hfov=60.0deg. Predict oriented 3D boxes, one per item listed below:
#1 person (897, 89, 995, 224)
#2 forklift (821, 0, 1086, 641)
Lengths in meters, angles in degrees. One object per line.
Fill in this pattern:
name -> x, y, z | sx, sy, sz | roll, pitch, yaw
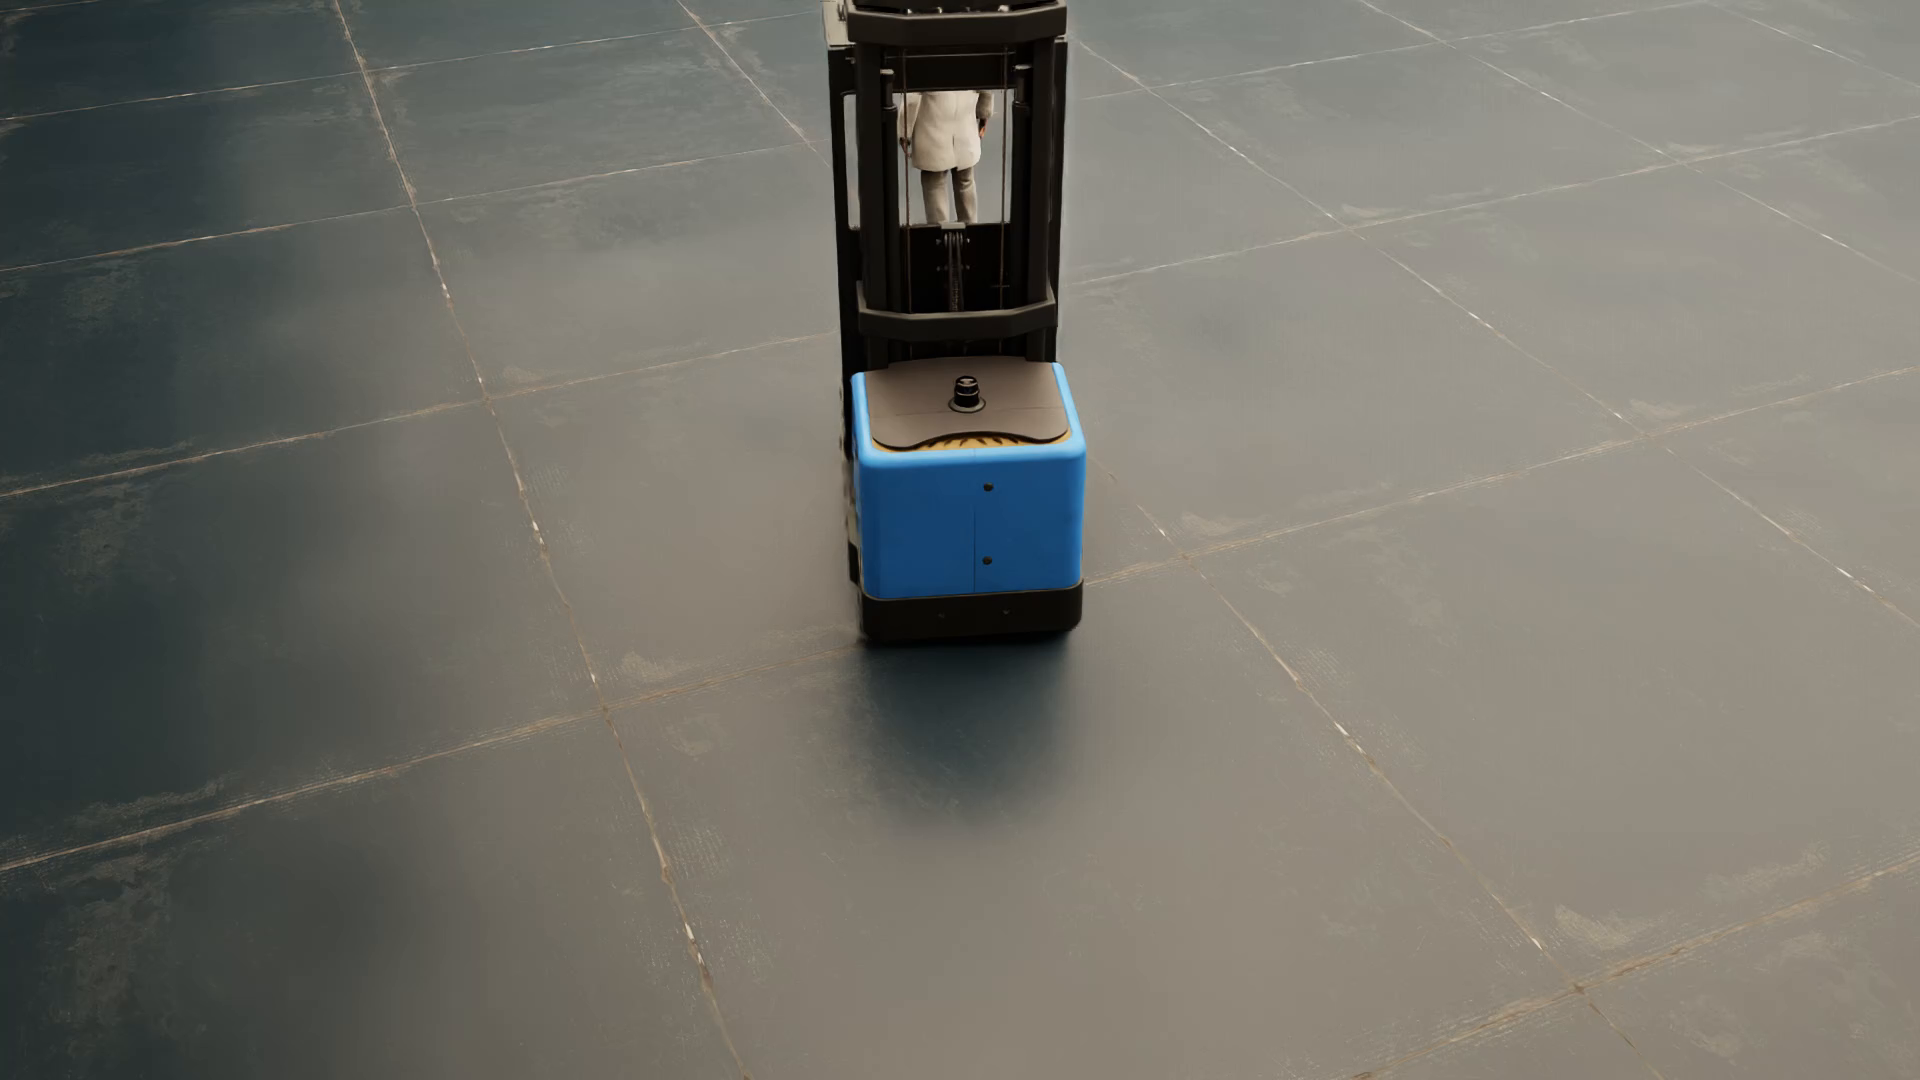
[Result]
person -> -0.132, -2.725, 10.918 | 0.692, 1.782, 0.566 | -14, 38, -19
forklift -> -0.084, -1.558, 8.289 | 1.130, 2.935, 3.031 | -3, 36, -5
